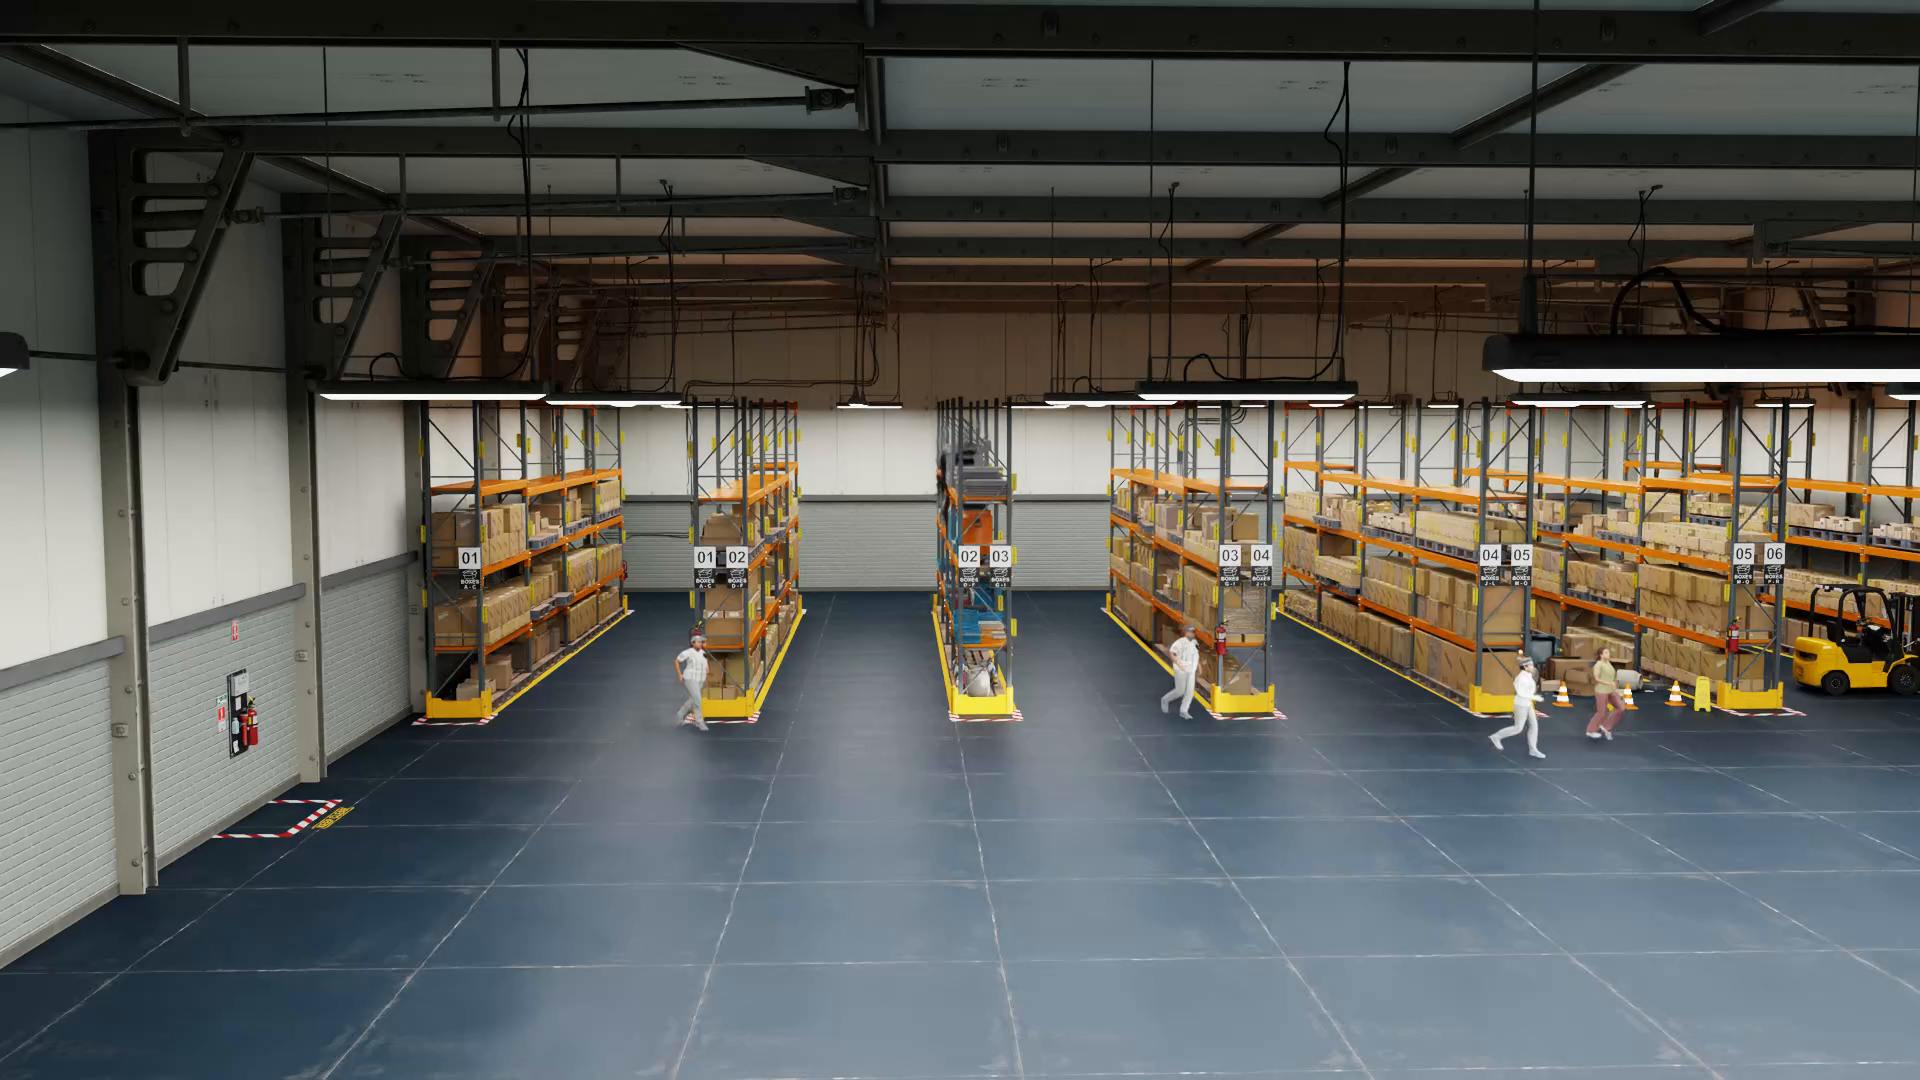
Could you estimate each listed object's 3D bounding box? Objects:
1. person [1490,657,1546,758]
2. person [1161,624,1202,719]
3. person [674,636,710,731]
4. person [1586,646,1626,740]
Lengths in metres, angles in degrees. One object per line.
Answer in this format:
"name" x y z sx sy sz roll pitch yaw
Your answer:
"person" 9.282 2.753 27.593 0.892 1.681 0.600 2 5 29
"person" 4.243 2.442 31.299 0.706 1.745 0.721 -3 5 -33
"person" -4.771 2.573 30.118 0.868 1.647 0.614 3 5 35
"person" 11.252 2.673 29.001 0.586 1.626 0.650 -3 6 -37
